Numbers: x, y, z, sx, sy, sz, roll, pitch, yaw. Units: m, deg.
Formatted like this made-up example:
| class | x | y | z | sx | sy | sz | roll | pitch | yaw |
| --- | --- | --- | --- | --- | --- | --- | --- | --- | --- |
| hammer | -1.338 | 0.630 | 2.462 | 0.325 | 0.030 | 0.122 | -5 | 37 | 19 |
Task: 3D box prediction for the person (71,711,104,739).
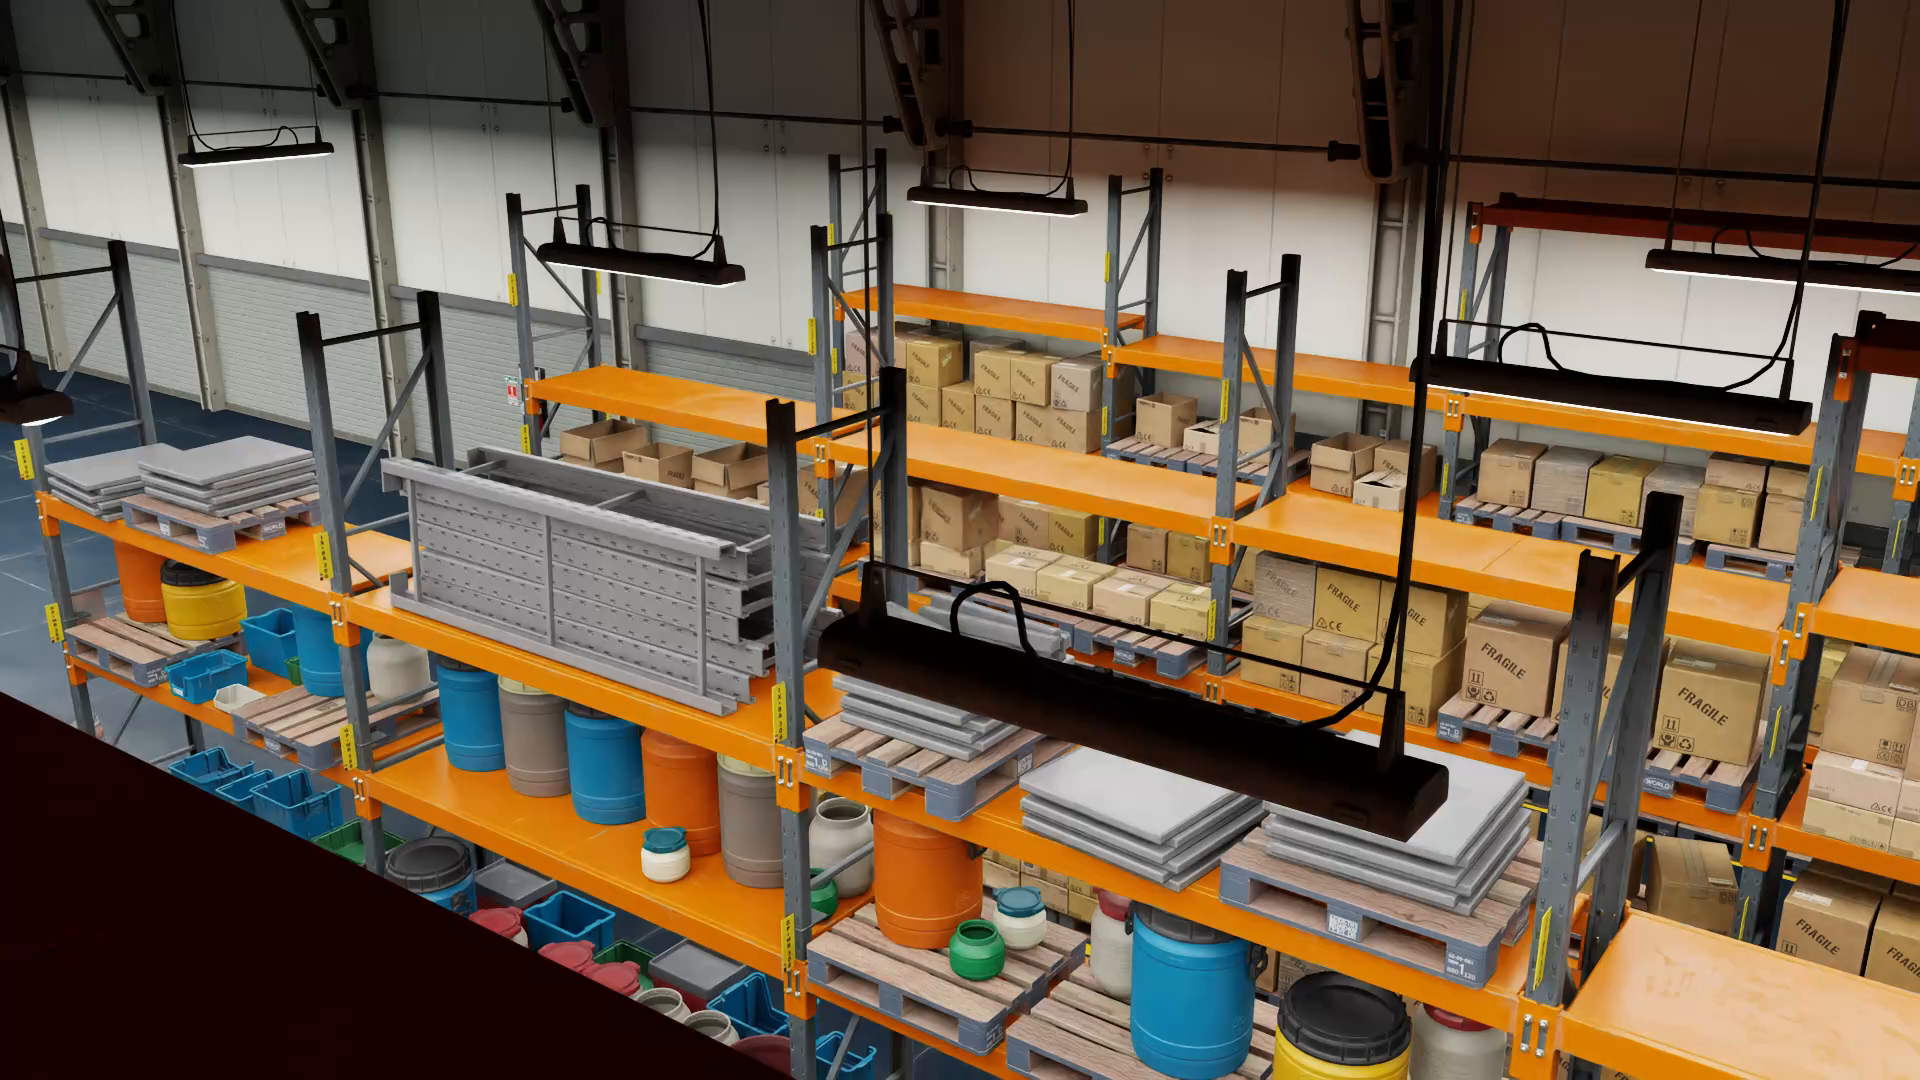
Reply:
| class | x | y | z | sx | sy | sz | roll | pitch | yaw |
| --- | --- | --- | --- | --- | --- | --- | --- | --- | --- |
| person | -7.977 | 2.394 | 15.315 | 0.510 | 1.651 | 0.810 | 12 | 22 | 31 |
